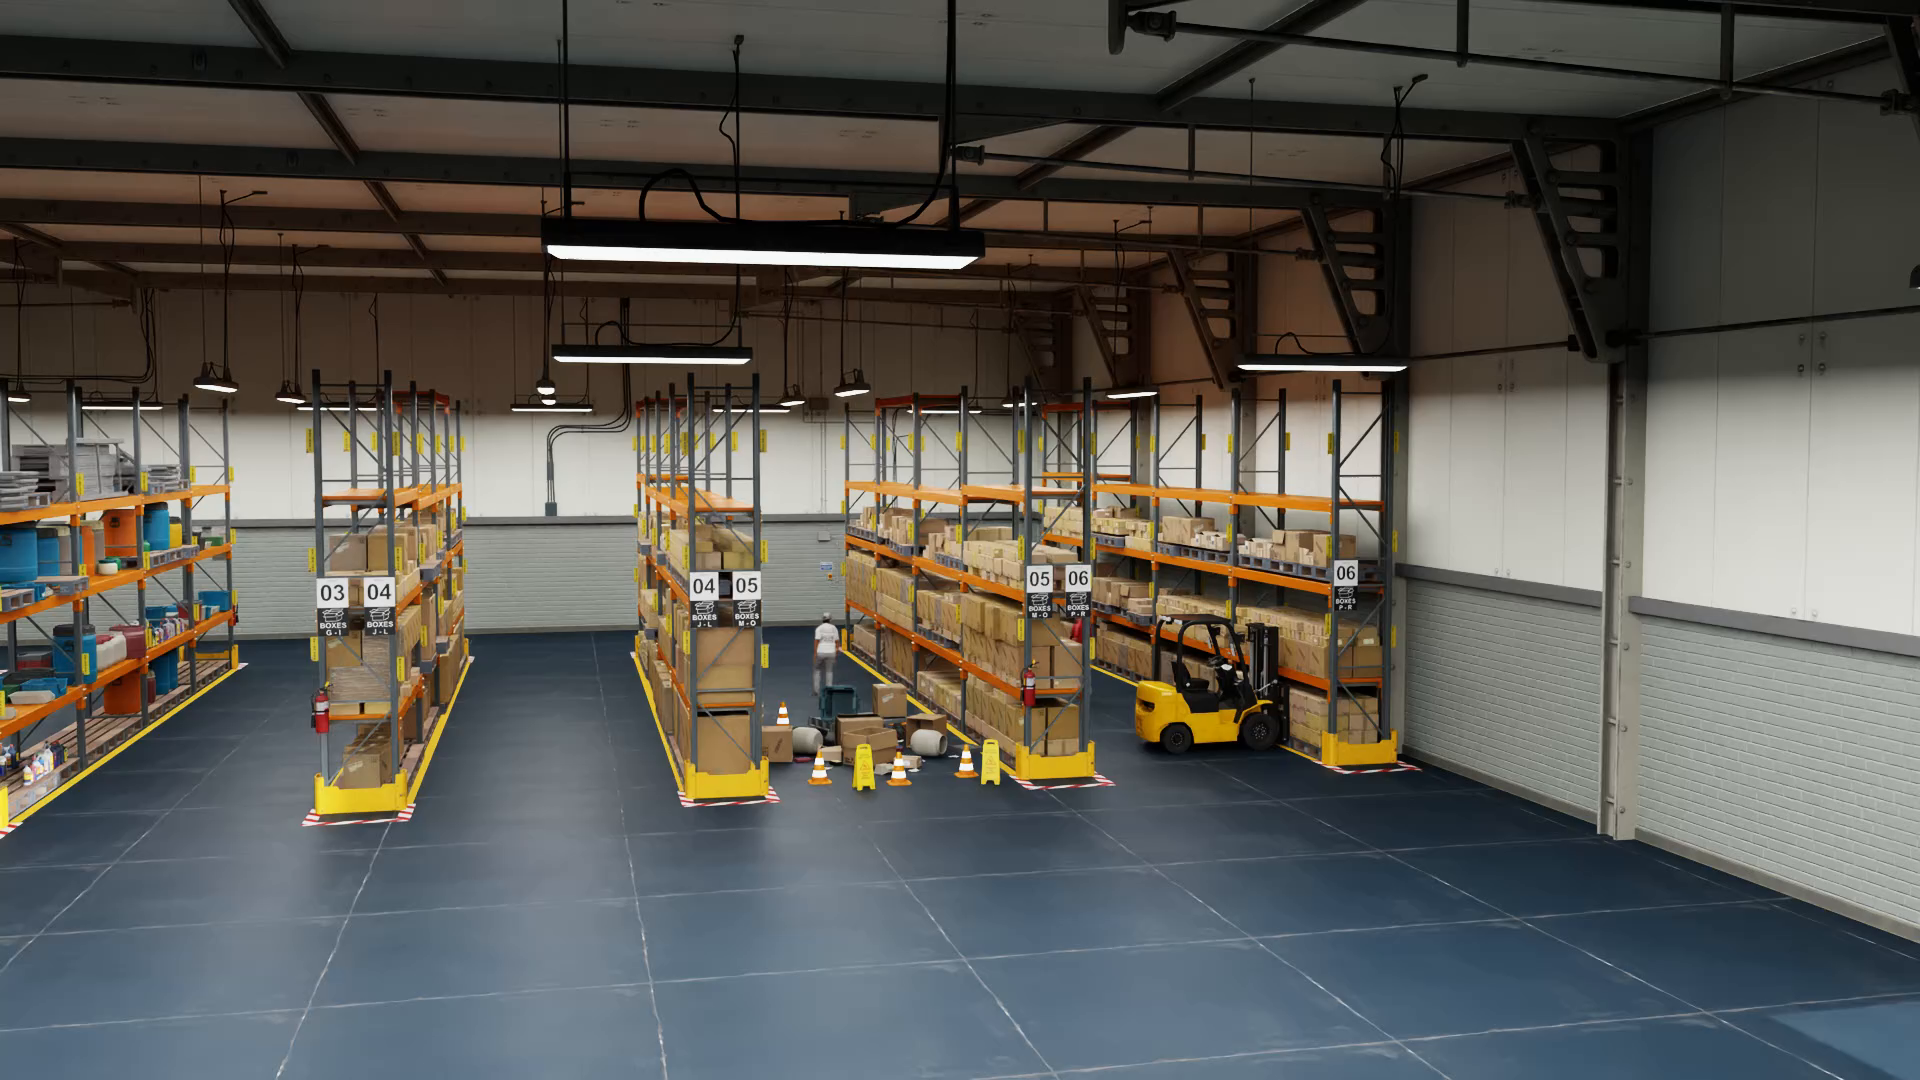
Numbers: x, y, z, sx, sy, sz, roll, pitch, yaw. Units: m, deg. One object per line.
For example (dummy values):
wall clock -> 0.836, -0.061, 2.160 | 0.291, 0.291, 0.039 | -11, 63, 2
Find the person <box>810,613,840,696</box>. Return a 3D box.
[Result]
person -> -2.674, 2.290, 32.933 | 0.569, 1.715, 0.497 | -1, 3, -13

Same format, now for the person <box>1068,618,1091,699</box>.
person -> 2.354, 2.258, 32.828 | 0.580, 1.756, 0.396 | -3, 5, -44

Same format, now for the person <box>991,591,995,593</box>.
person -> 0.800, 1.798, 40.484 | 0.591, 1.813, 0.577 | 1, 3, 9
